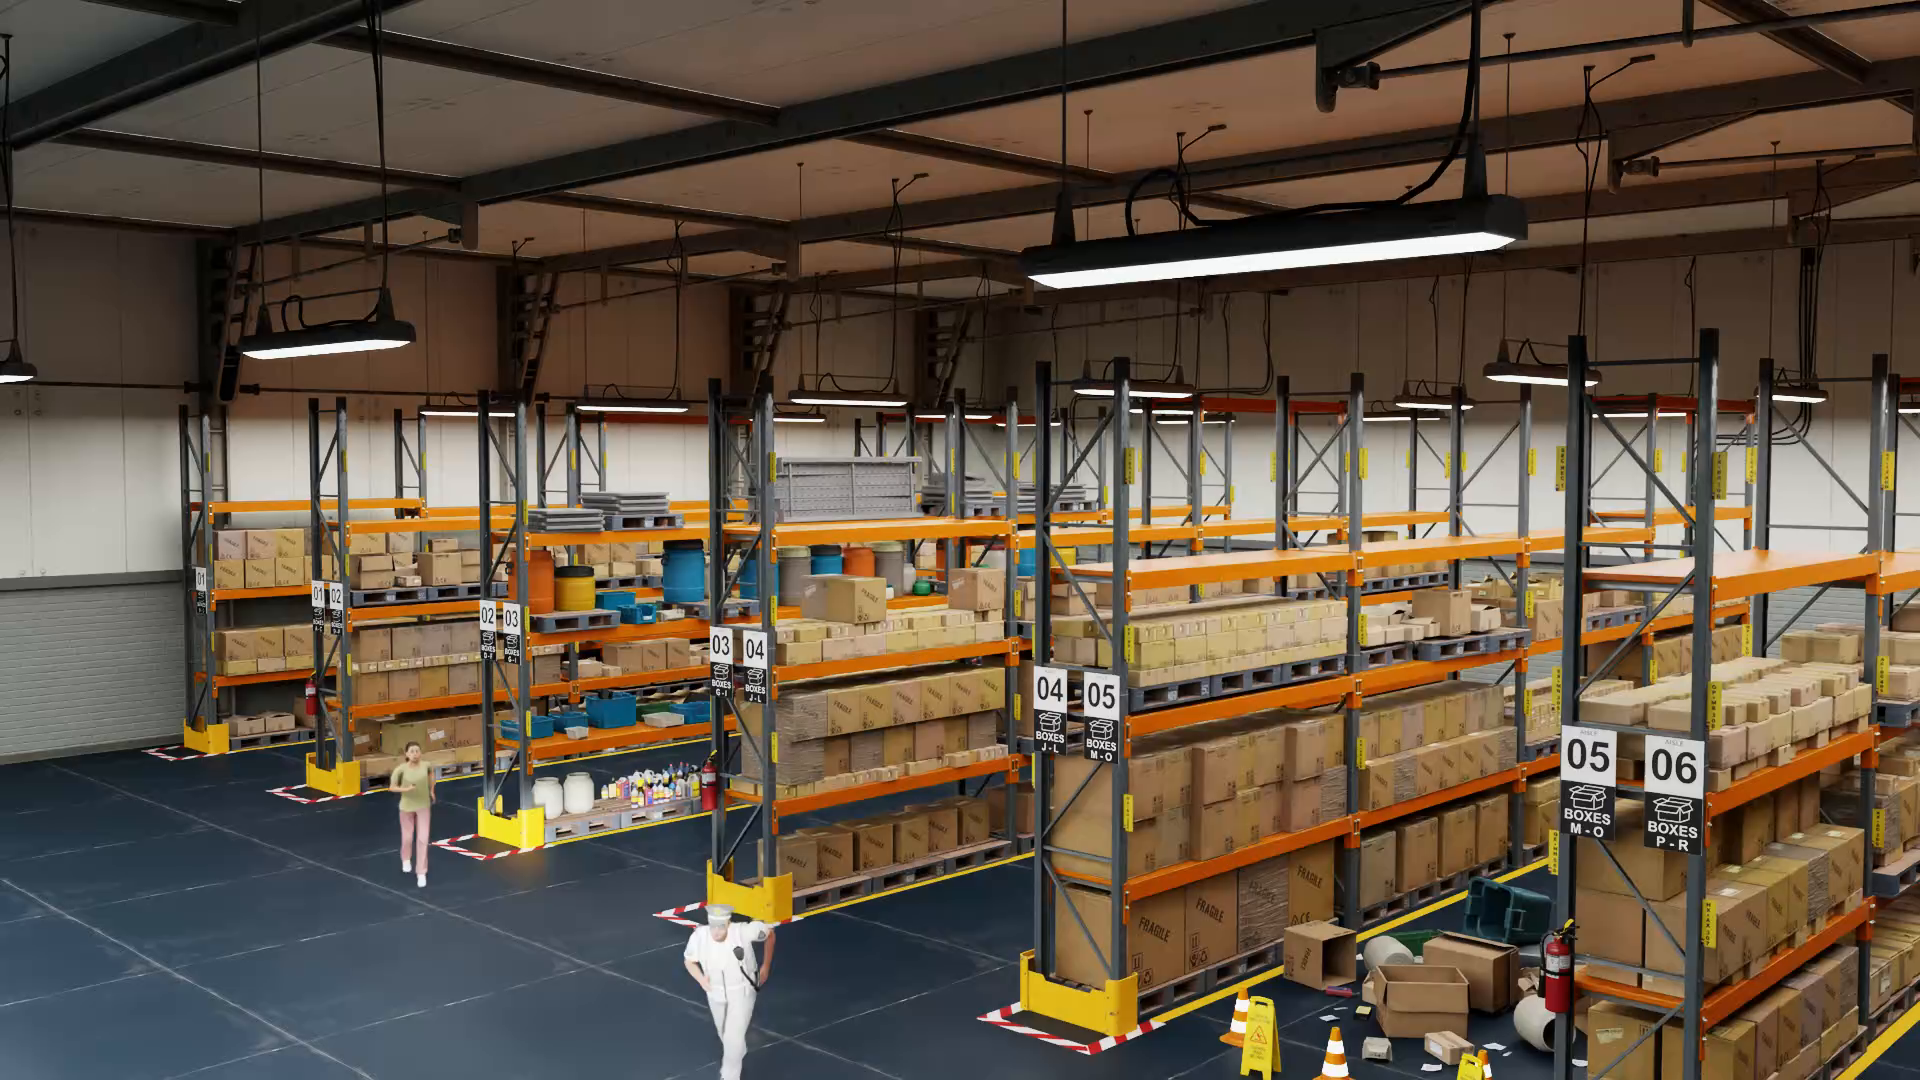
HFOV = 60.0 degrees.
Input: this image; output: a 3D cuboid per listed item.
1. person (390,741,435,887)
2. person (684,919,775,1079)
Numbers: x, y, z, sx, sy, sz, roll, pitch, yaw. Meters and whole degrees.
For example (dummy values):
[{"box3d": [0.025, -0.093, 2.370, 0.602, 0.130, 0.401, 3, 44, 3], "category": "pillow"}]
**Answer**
[{"box3d": [-6.579, 3.245, 20.010, 0.562, 1.678, 0.948, -1, 3, -26], "category": "person"}, {"box3d": [-1.822, 3.678, 13.347, 0.708, 1.697, 1.010, 0, 3, 4], "category": "person"}]
